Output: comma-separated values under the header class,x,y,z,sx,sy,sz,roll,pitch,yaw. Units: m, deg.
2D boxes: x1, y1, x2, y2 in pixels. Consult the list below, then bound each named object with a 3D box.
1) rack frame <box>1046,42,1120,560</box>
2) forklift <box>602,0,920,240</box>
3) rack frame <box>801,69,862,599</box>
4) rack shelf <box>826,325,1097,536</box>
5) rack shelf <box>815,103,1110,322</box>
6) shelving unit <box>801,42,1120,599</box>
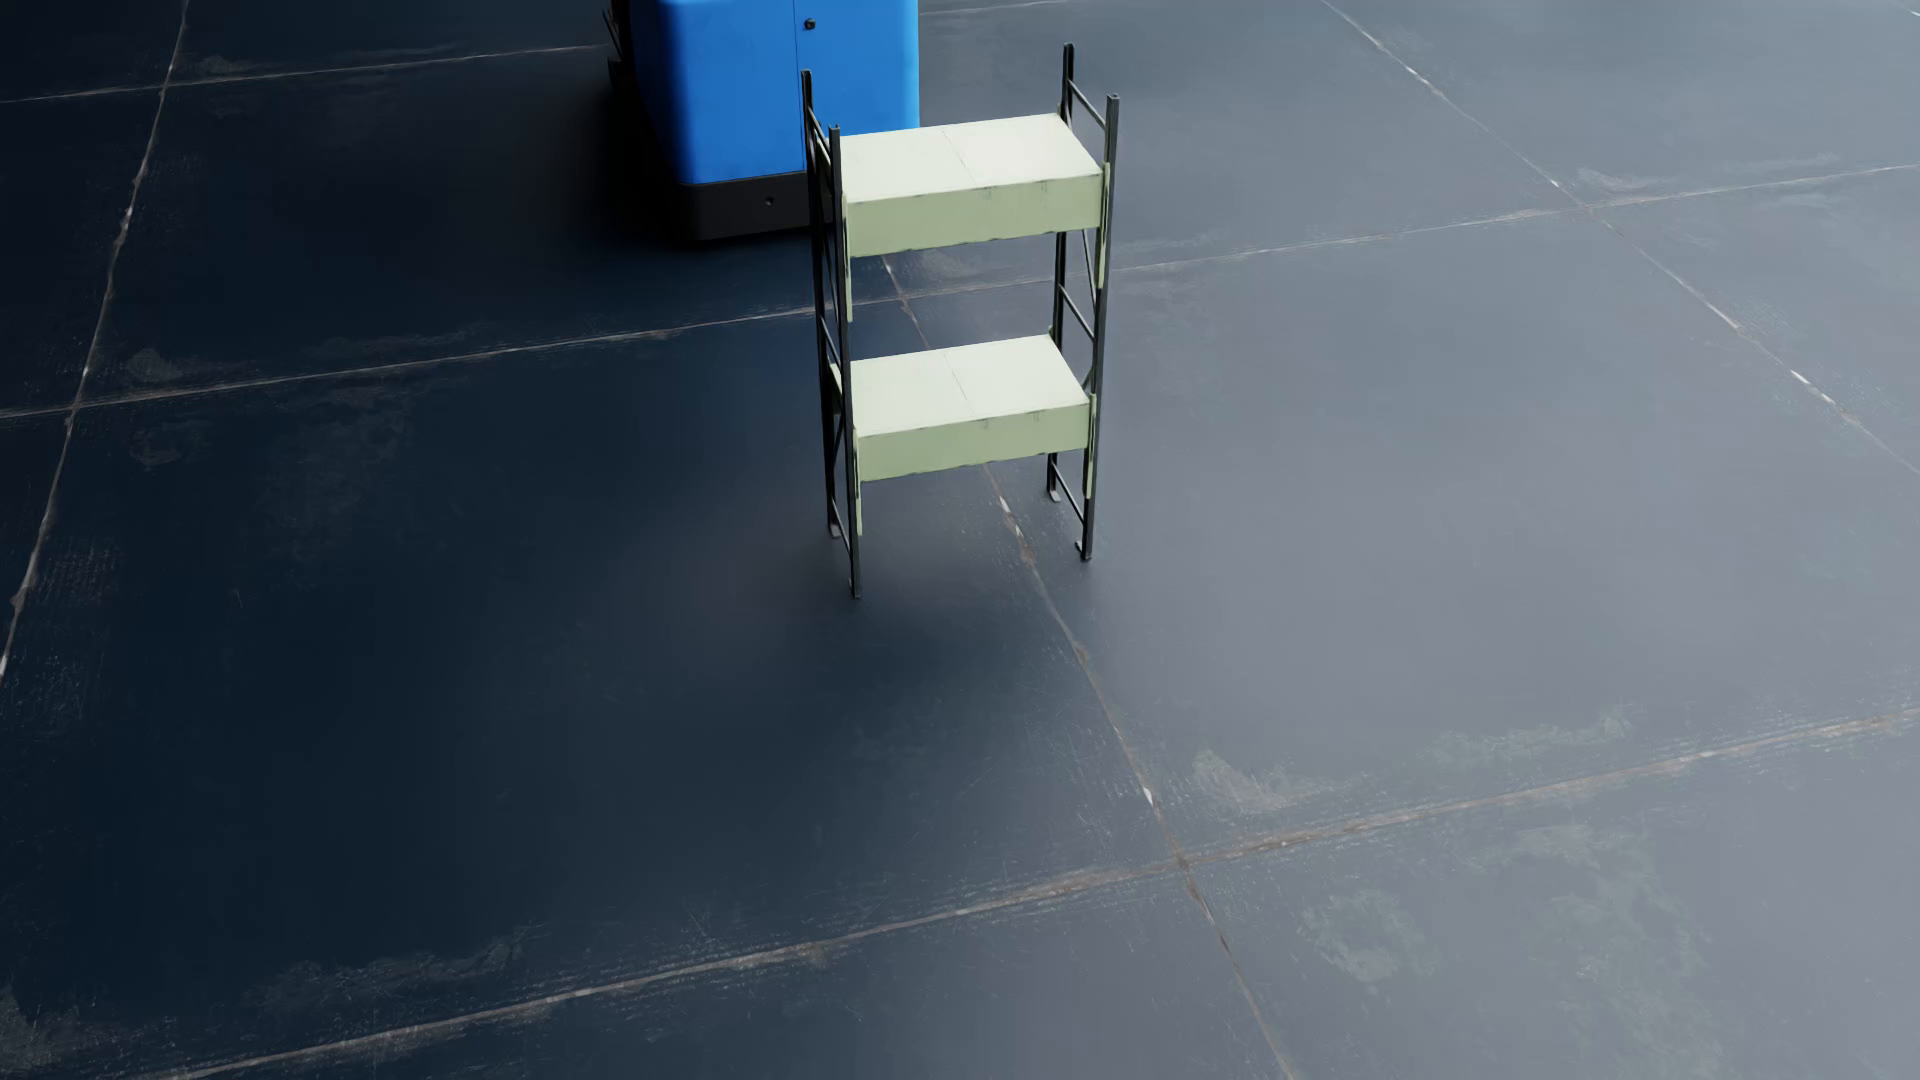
class,x,y,z,sx,sy,sz,roll,pitch,yaw
rack frame,0.347,-0.653,4.869,0.023,1.500,0.400,-9,38,-12
forklift,-1.070,-3.272,7.115,1.130,2.935,3.031,-11,39,-14
rack frame,-0.360,-0.537,4.717,0.023,1.500,0.400,-9,38,-12
rack shelf,-0.006,-0.336,4.991,0.720,0.370,0.431,-9,38,-12
rack shelf,-0.006,-0.905,4.556,0.720,0.370,0.431,-9,38,-12
shelving unit,-0.006,-0.595,4.793,0.755,1.500,0.431,-9,38,-12
